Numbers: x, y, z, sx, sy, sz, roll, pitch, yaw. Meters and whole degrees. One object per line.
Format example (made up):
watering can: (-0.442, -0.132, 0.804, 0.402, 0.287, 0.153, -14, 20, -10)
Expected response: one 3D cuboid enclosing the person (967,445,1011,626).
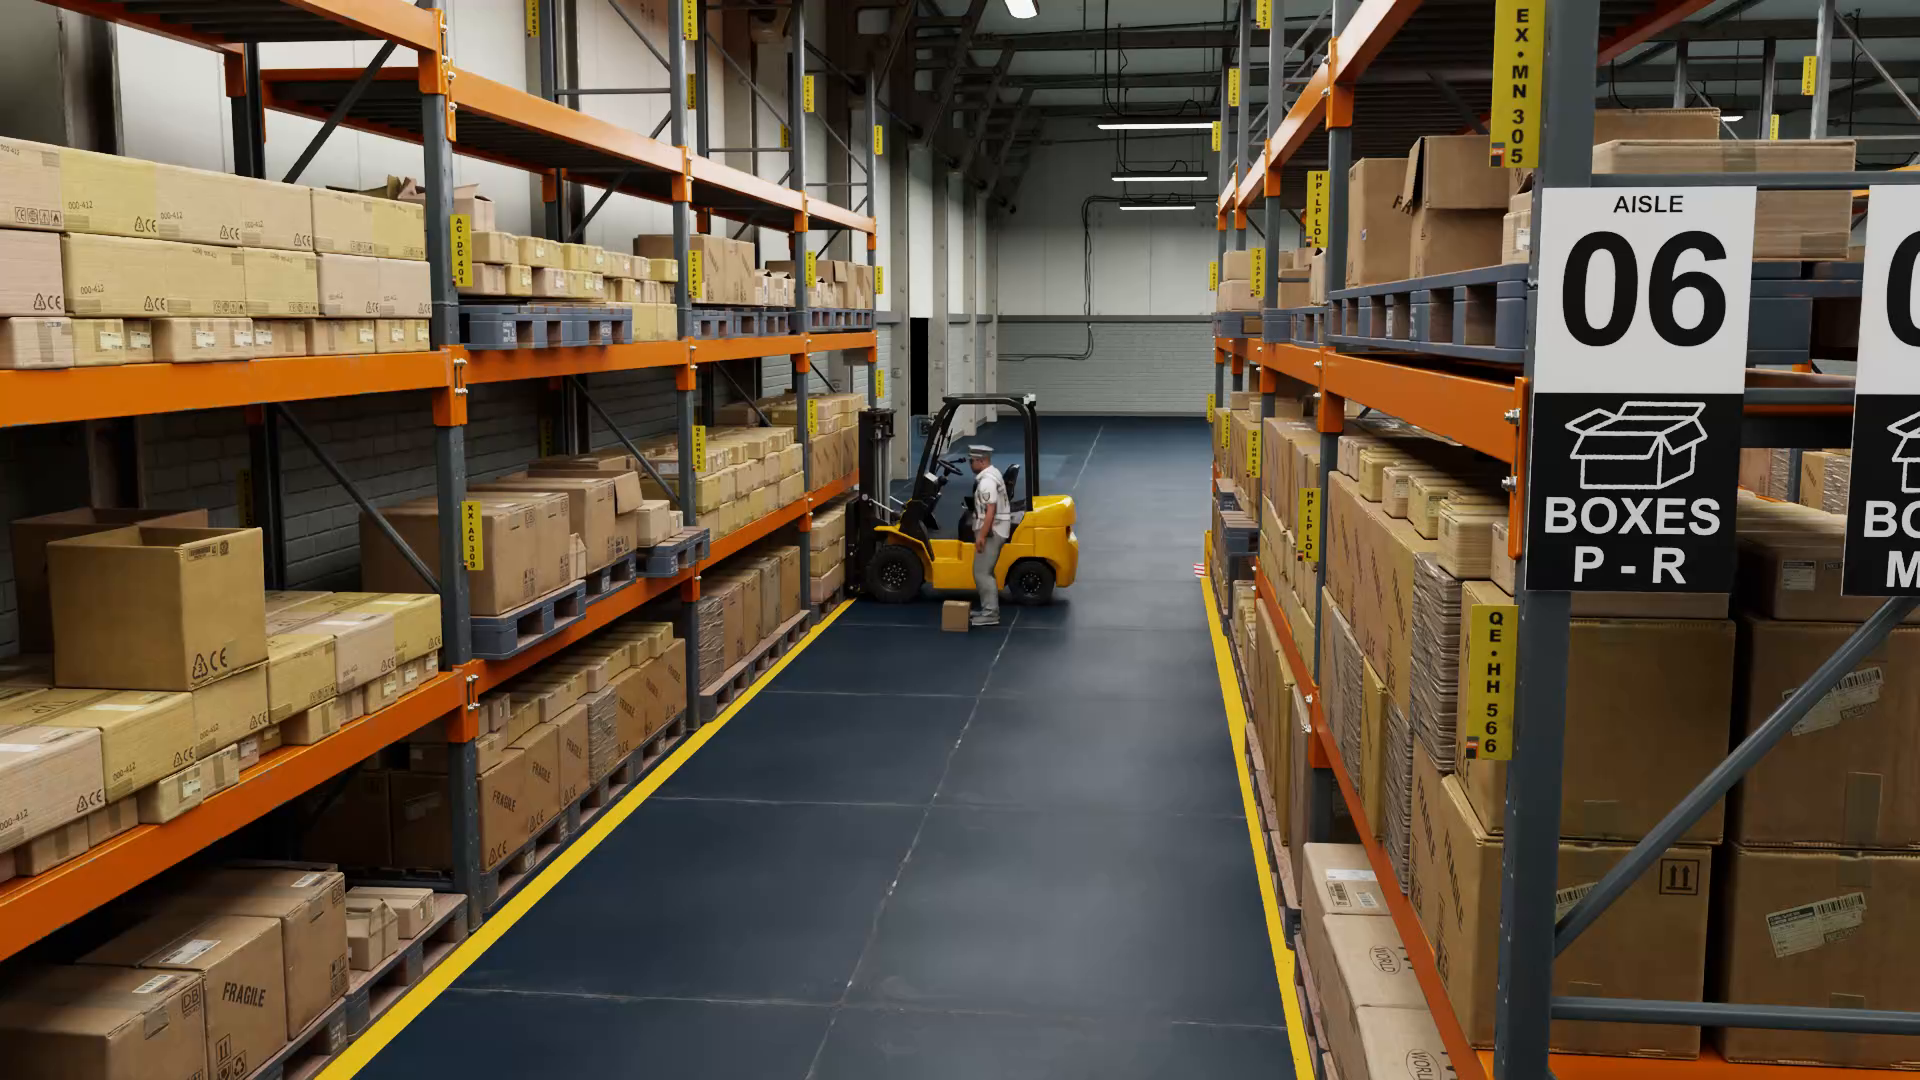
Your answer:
person: (0.276, -0.054, 16.169, 0.434, 1.748, 0.578, 1, 8, 4)
